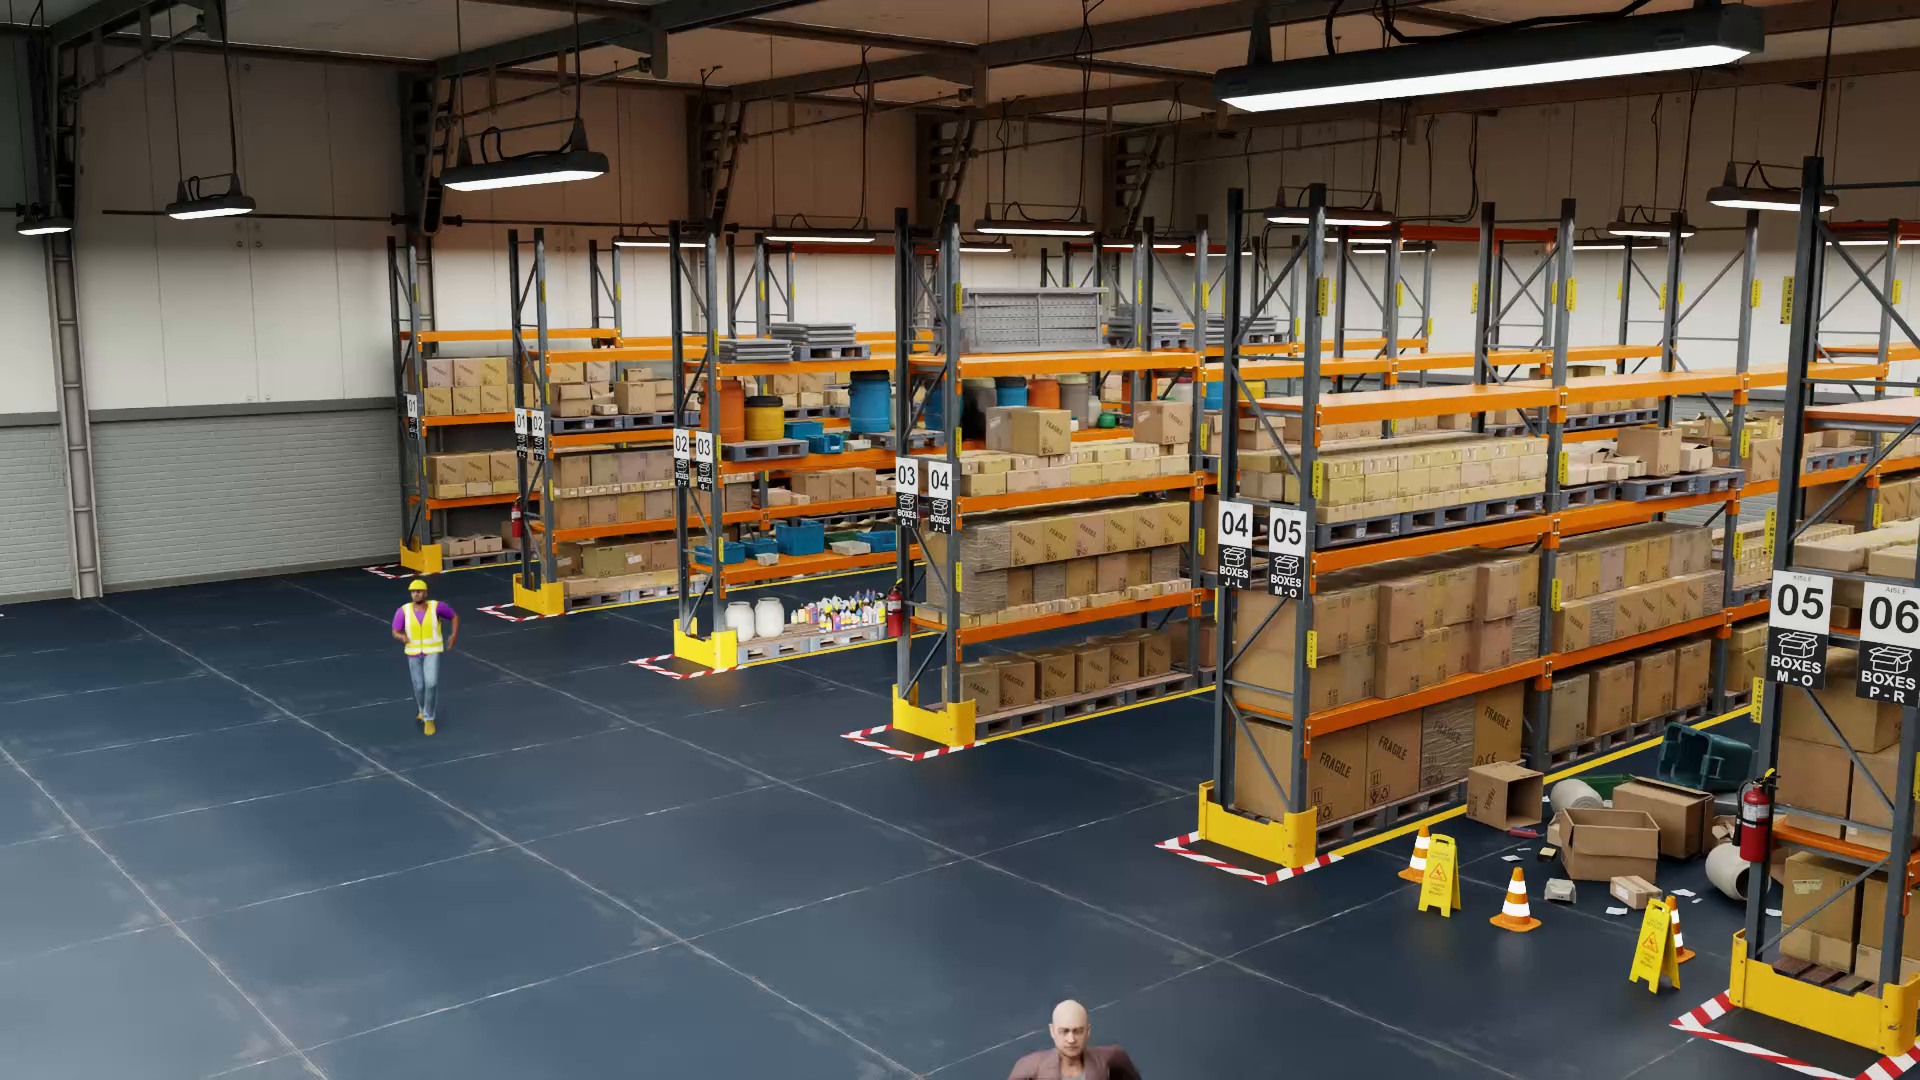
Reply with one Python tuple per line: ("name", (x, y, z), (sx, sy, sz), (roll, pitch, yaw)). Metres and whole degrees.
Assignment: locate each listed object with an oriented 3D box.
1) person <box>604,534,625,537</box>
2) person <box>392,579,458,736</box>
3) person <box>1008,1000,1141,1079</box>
("person", (-6.051, -0.157, 29.306), (0.628, 1.666, 0.647), (-8, 12, -42))
("person", (-6.242, 1.350, 19.400), (0.707, 1.802, 0.757), (-1, 9, -7))
("person", (0.531, 3.081, 7.951), (0.673, 1.841, 0.842), (1, 9, 3))
